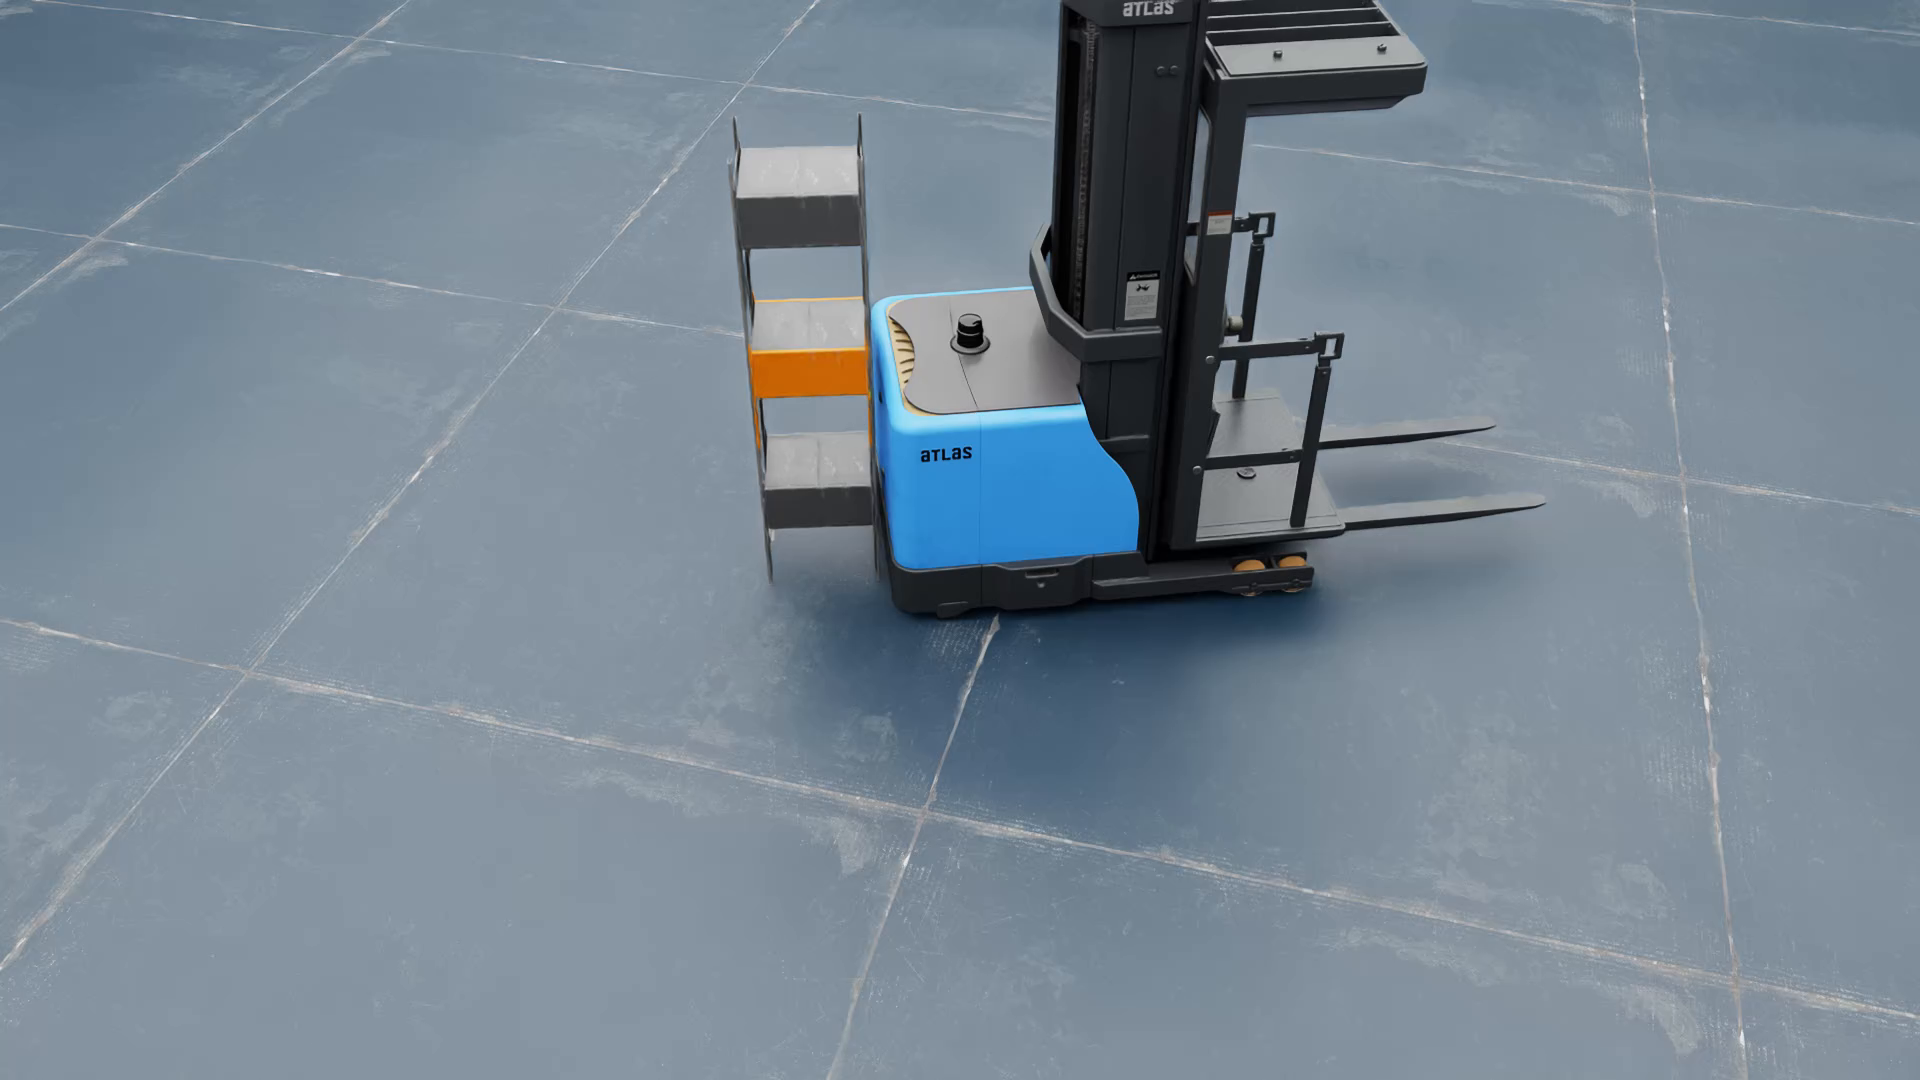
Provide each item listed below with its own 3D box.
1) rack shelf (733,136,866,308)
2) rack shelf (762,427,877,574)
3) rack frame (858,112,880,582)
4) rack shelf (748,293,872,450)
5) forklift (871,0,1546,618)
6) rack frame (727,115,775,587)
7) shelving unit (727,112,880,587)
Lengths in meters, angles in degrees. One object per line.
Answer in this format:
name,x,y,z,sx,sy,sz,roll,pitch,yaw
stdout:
rack shelf,-0.625,-1.257,6.571,0.480,0.518,0.431,-2,40,-3
rack shelf,-0.625,-0.184,7.471,0.480,0.518,0.431,-2,40,-3
rack frame,-0.381,-0.740,7.023,0.015,2.100,0.400,-2,40,-3
rack shelf,-0.625,-0.721,7.021,0.480,0.518,0.431,-2,40,-3
forklift,1.149,-1.203,6.928,3.031,2.935,1.130,-5,40,-6
rack frame,-0.868,-0.722,7.001,0.015,2.100,0.400,-2,40,-3
shelving unit,-0.625,-0.731,7.012,0.503,2.100,0.431,-2,40,-3
